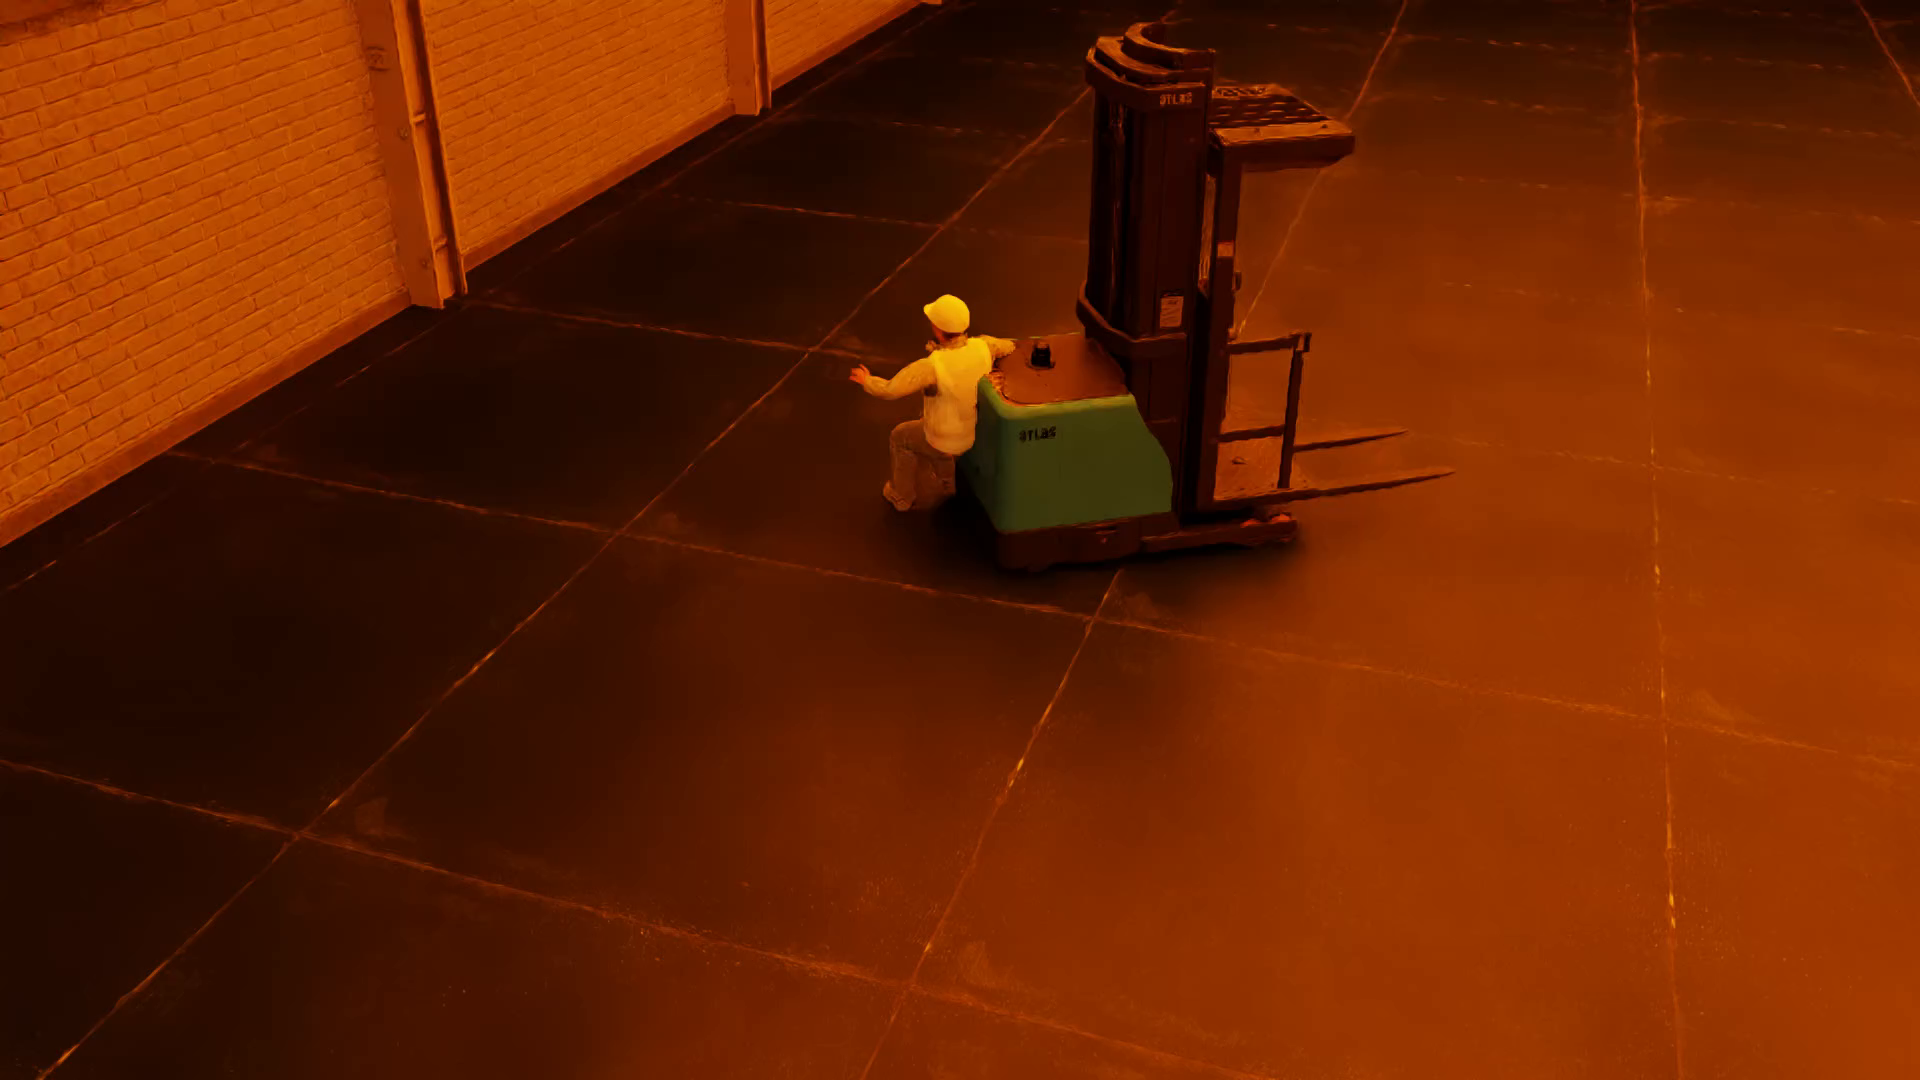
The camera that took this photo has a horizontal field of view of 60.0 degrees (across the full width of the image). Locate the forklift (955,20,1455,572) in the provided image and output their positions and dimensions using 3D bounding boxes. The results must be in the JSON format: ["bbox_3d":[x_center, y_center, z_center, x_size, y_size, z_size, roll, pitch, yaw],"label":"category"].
[{"bbox_3d":[1.547,-1.475,9.725,3.031,2.935,1.130,-7,31,-13],"label":"forklift"}]

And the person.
[{"bbox_3d":[-0.178,-0.825,9.998,0.862,1.539,0.966,26,39,37],"label":"person"}]
